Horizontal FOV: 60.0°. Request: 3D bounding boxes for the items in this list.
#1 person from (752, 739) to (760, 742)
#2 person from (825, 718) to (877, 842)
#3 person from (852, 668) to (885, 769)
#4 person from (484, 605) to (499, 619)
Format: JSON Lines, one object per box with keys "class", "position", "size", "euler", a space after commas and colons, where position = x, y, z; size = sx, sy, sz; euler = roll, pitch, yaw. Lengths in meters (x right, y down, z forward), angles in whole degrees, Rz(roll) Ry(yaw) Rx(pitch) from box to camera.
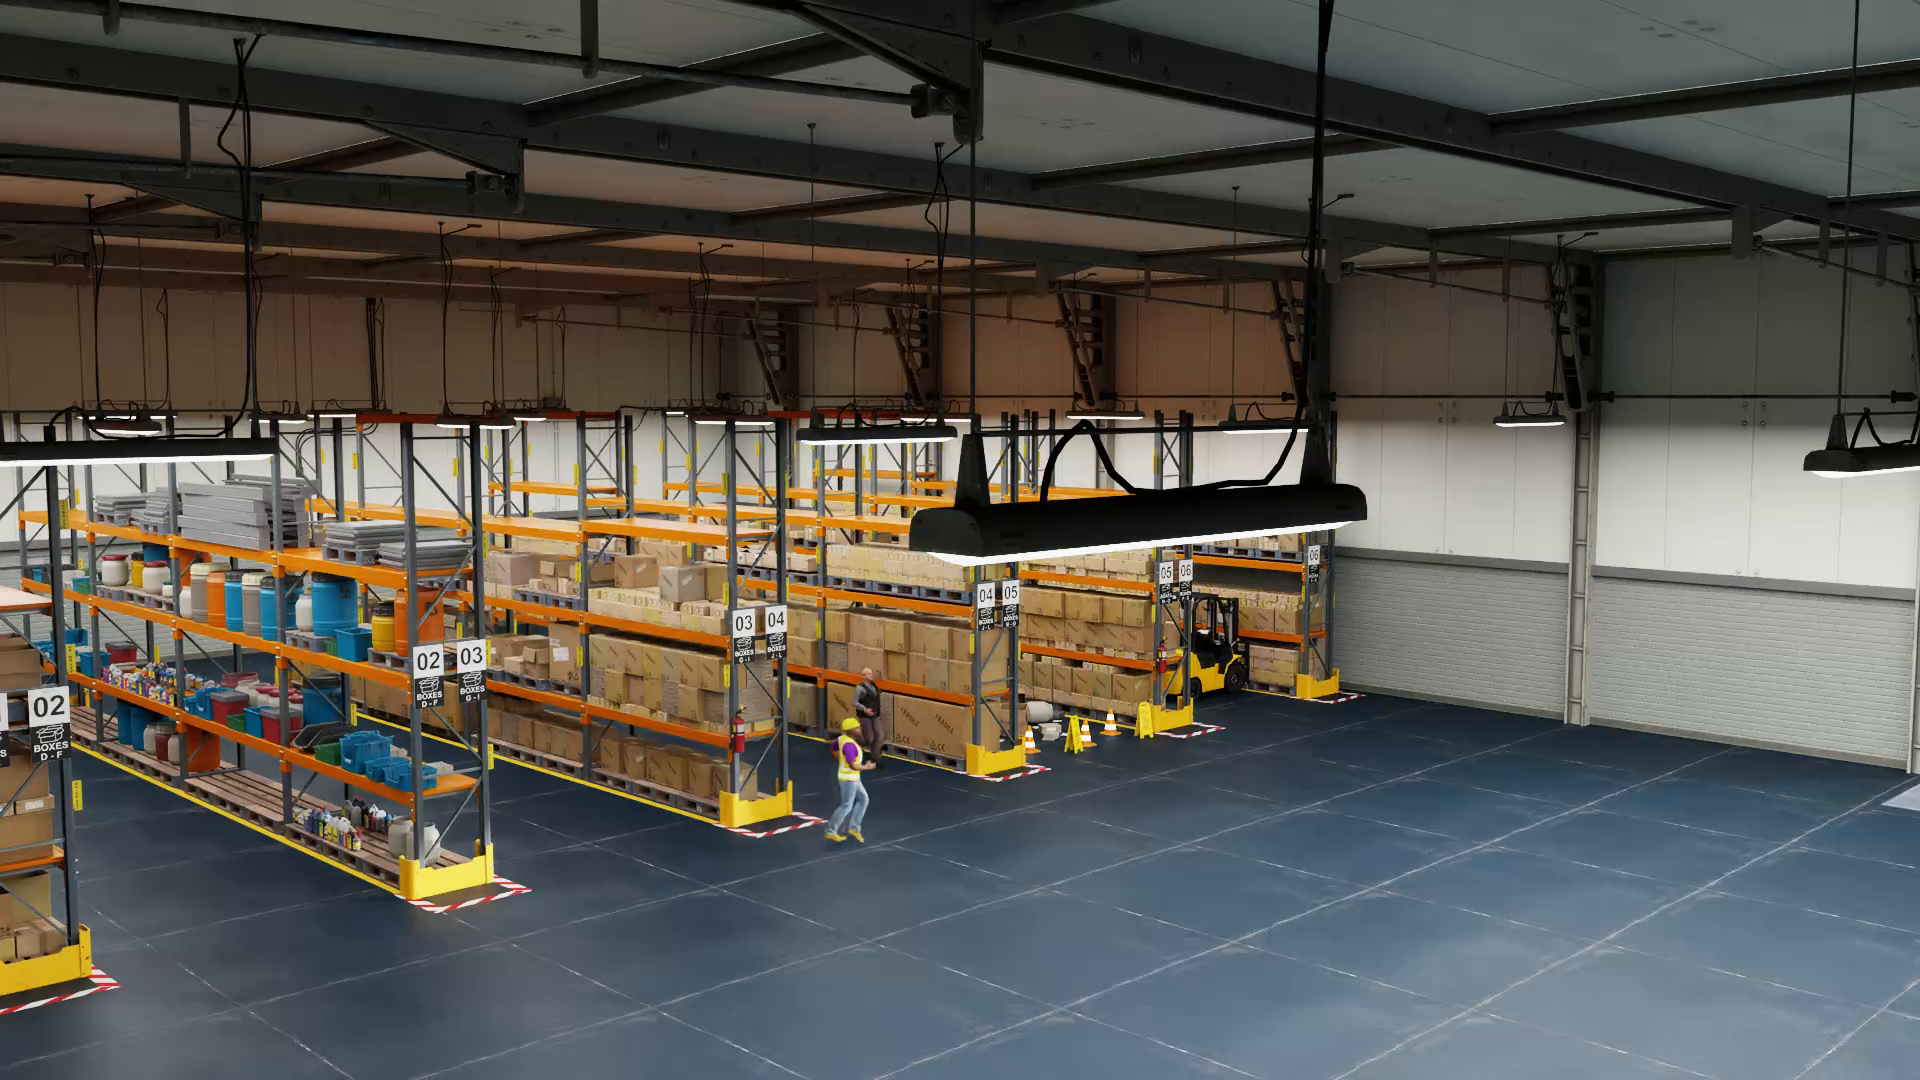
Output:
{"class": "person", "position": [-3.953, 2.848, 30.552], "size": [0.748, 1.660, 0.625], "euler": [4, 6, 40]}
{"class": "person", "position": [-1.554, 3.426, 23.555], "size": [0.737, 1.838, 0.722], "euler": [0, 5, -6]}
{"class": "person", "position": [-1.591, 3.033, 28.420], "size": [0.792, 1.708, 0.661], "euler": [4, 6, 38]}
{"class": "person", "position": [-11.427, 1.932, 40.396], "size": [0.898, 1.795, 0.672], "euler": [-5, 7, -43]}
